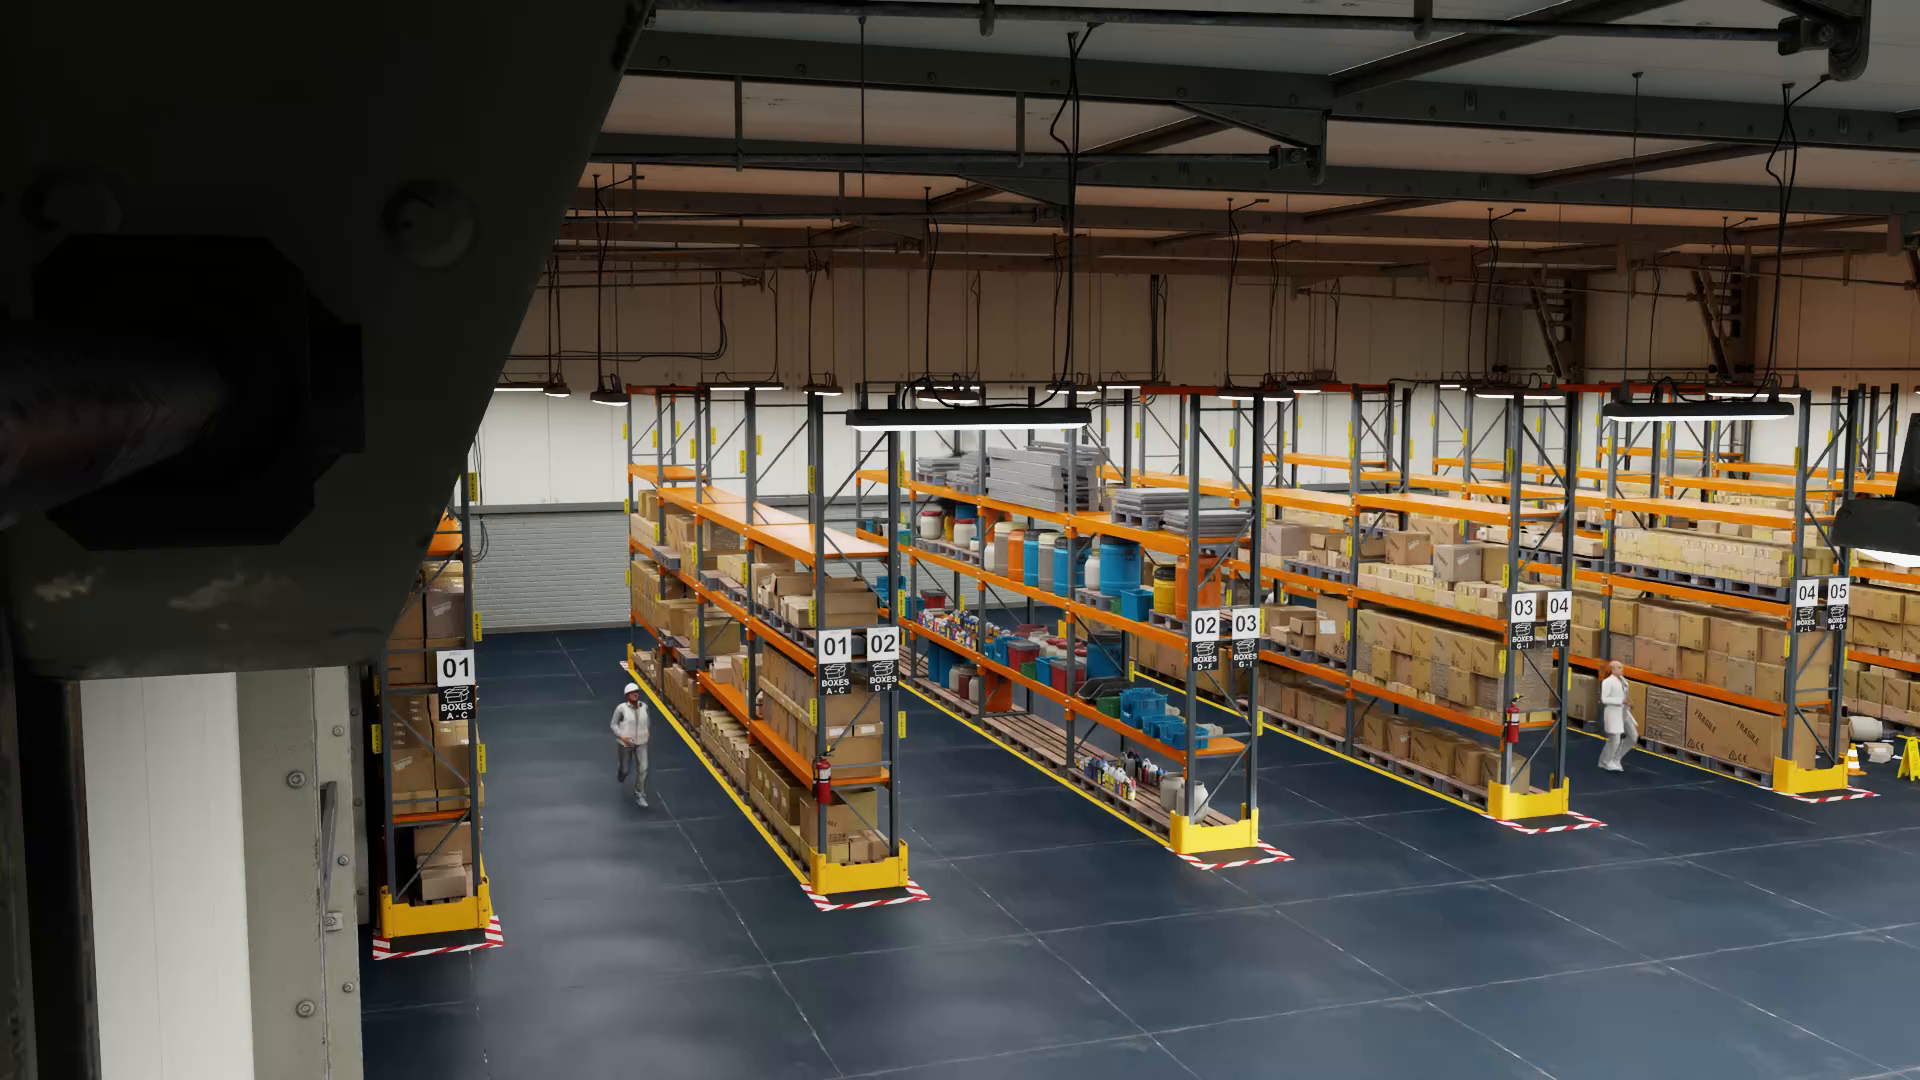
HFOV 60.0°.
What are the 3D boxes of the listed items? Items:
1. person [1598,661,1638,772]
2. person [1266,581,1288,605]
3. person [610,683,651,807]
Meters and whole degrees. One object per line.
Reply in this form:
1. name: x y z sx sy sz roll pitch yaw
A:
1. person: 10.331 2.775 26.020 0.689 1.772 0.685 -4 7 -31
2. person: 7.039 1.717 36.794 0.571 1.673 0.595 -2 6 -20
3. person: -4.806 2.973 24.397 0.643 1.759 0.993 -3 6 -25
